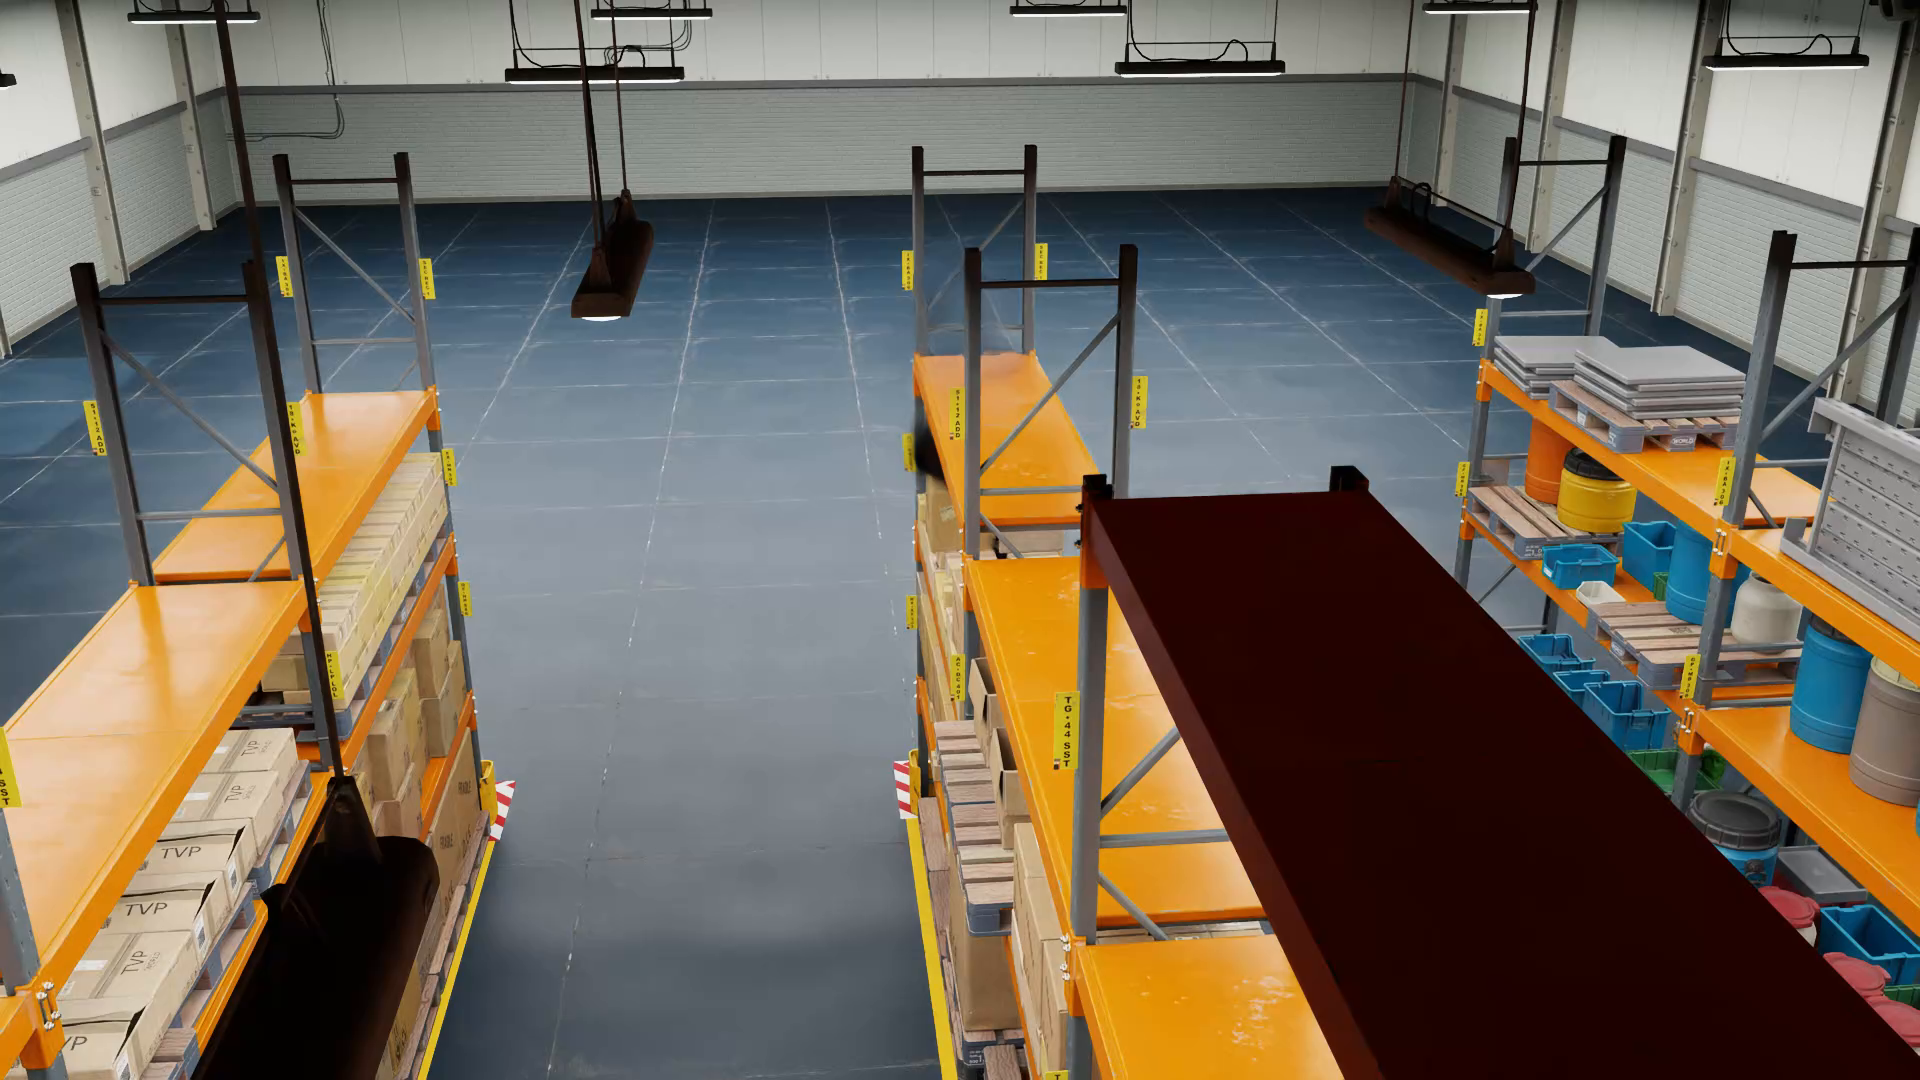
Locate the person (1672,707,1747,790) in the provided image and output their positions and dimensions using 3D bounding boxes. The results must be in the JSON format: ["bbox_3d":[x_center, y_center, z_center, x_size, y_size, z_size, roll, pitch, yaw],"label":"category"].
[{"bbox_3d":[6.584,1.792,14.686,0.667,1.764,1.131,-3,22,-7],"label":"person"}]
